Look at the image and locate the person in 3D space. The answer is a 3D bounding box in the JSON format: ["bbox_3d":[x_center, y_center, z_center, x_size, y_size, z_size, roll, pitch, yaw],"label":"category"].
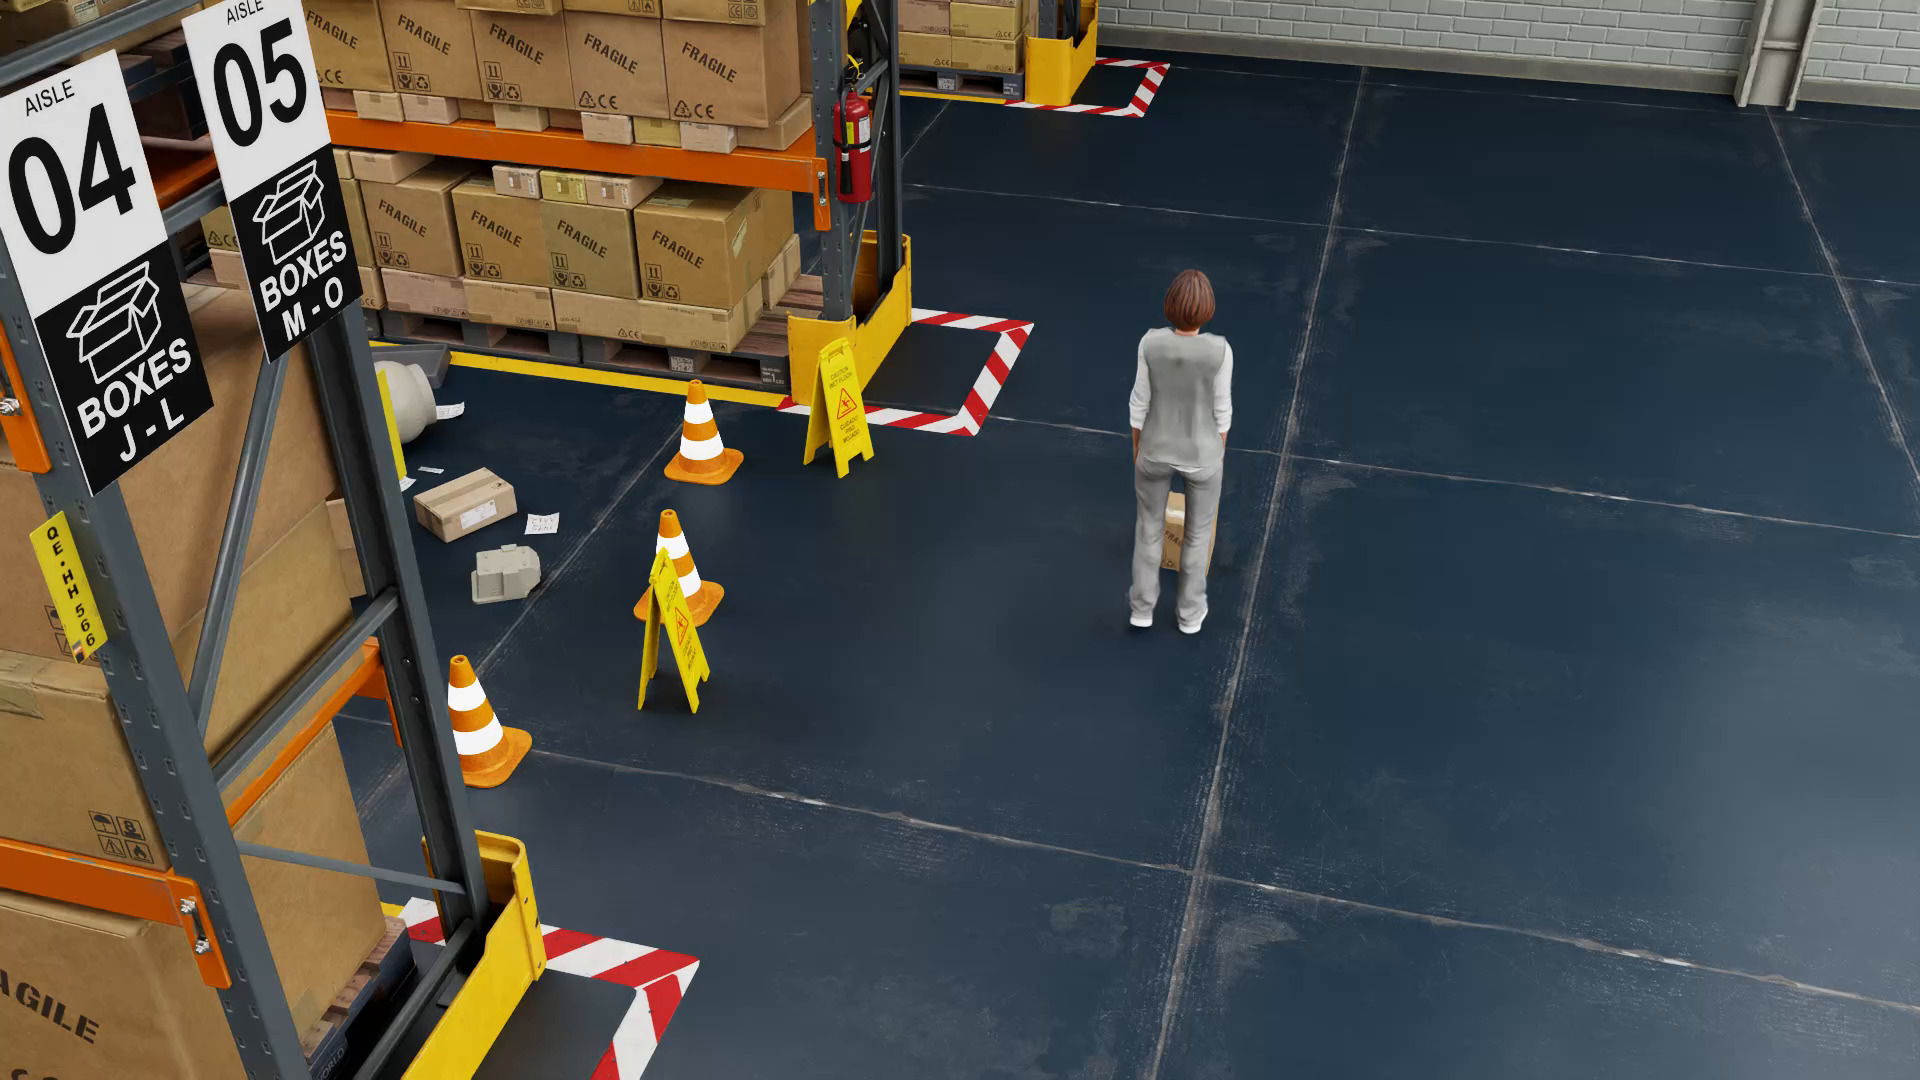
[{"bbox_3d":[0.869,-0.333,6.679,0.406,1.617,0.310,9,34,13],"label":"person"}]
